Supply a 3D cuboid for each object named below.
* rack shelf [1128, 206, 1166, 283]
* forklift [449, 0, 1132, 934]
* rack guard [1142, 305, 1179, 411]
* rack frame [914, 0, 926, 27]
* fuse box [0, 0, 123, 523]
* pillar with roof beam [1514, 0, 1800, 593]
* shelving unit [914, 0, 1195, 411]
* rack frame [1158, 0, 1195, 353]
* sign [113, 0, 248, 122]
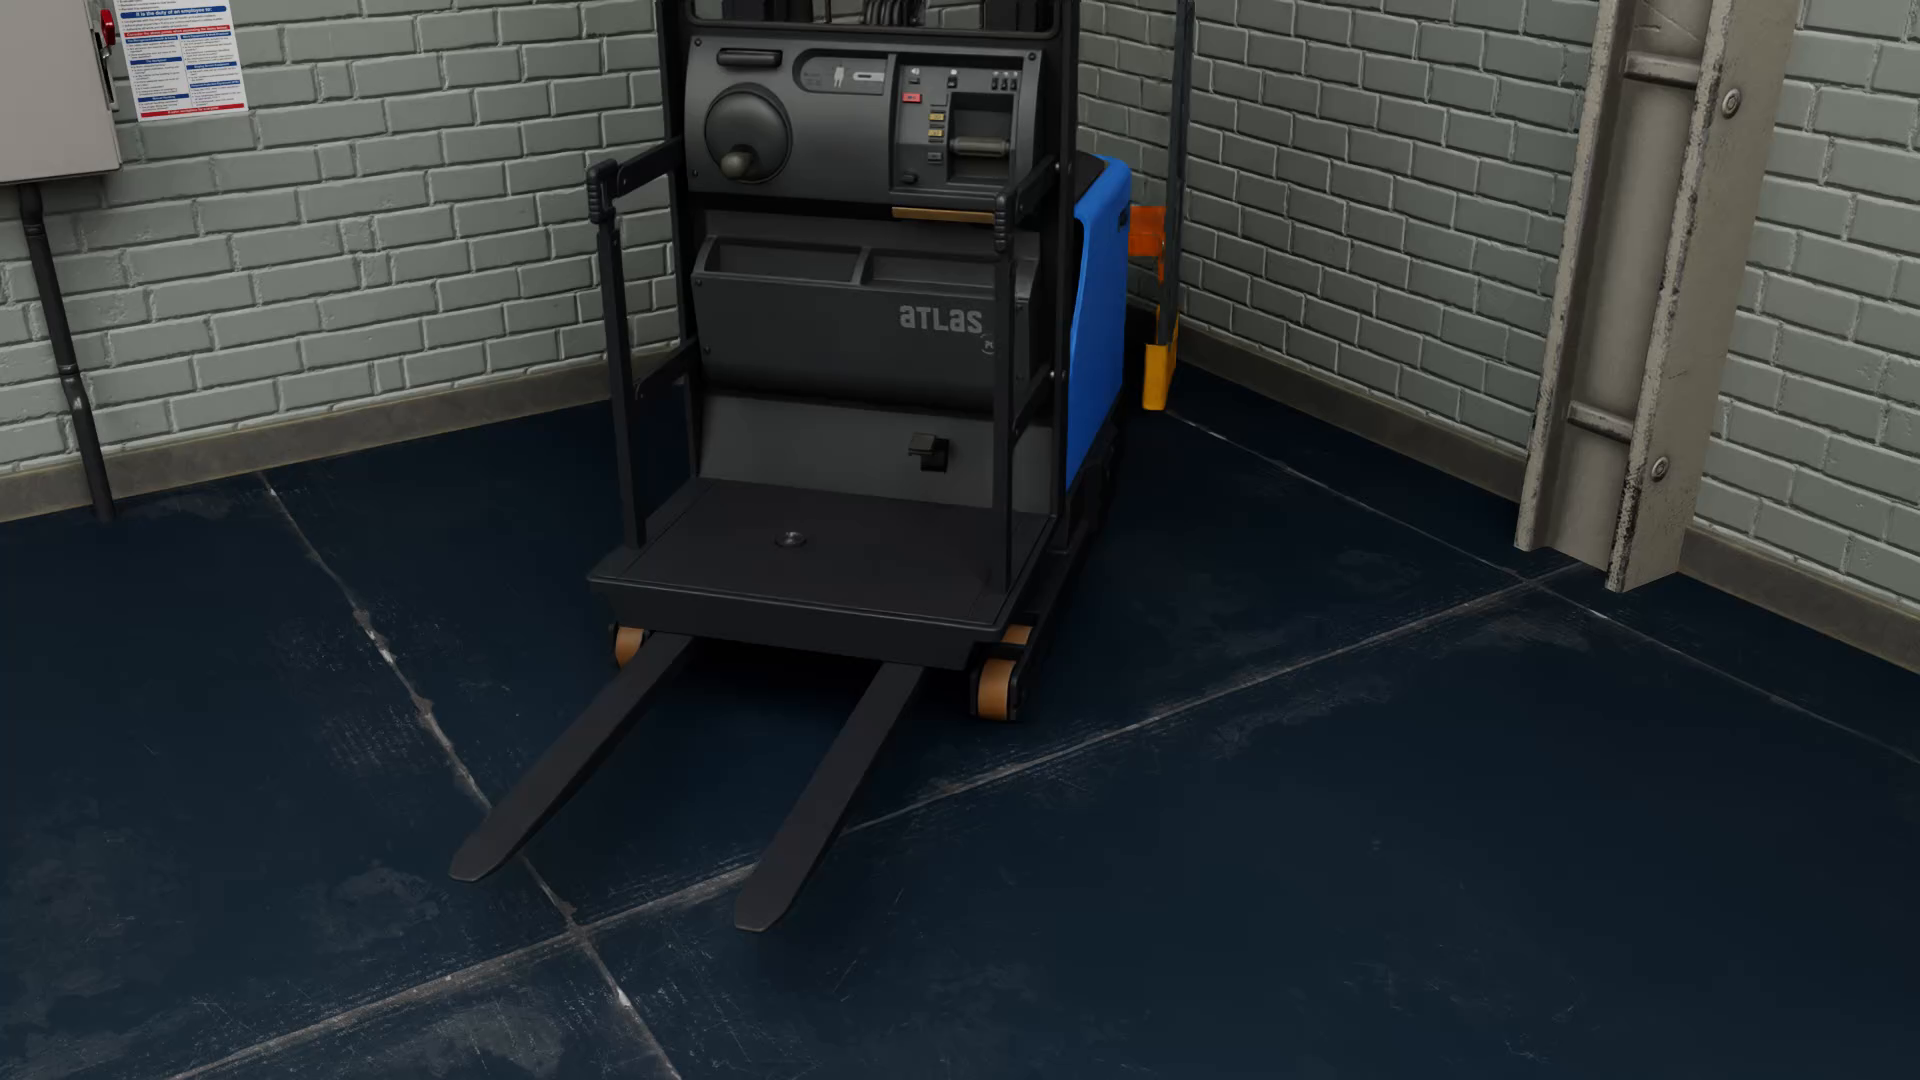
[{"bbox_3d":[0.301,-1.163,6.351,1.000,0.185,0.538,5,23,10],"label":"rack shelf"},{"bbox_3d":[-0.307,-1.041,4.023,1.130,2.935,3.031,6,26,13],"label":"forklift"},{"bbox_3d":[0.777,-0.713,6.439,0.087,0.250,0.587,5,23,10],"label":"rack guard"},{"bbox_3d":[-0.196,-1.370,6.370,0.032,1.500,0.500,5,23,10],"label":"rack frame"},{"bbox_3d":[-2.729,-0.839,5.022,0.539,1.711,0.414,-16,29,-30],"label":"fuse box"},{"bbox_3d":[-1.638,-3.015,1.095,9.100,9.000,0.400,-16,29,-30],"label":"pillar with roof beam"},{"bbox_3d":[0.294,-1.329,6.282,1.083,1.500,0.587,5,23,10],"label":"shelving unit"},{"bbox_3d":[0.801,-1.286,6.191,0.032,1.500,0.500,5,23,10],"label":"rack frame"},{"bbox_3d":[-2.429,-1.567,5.168,0.329,0.494,0.001,-16,29,-30],"label":"sign"}]
